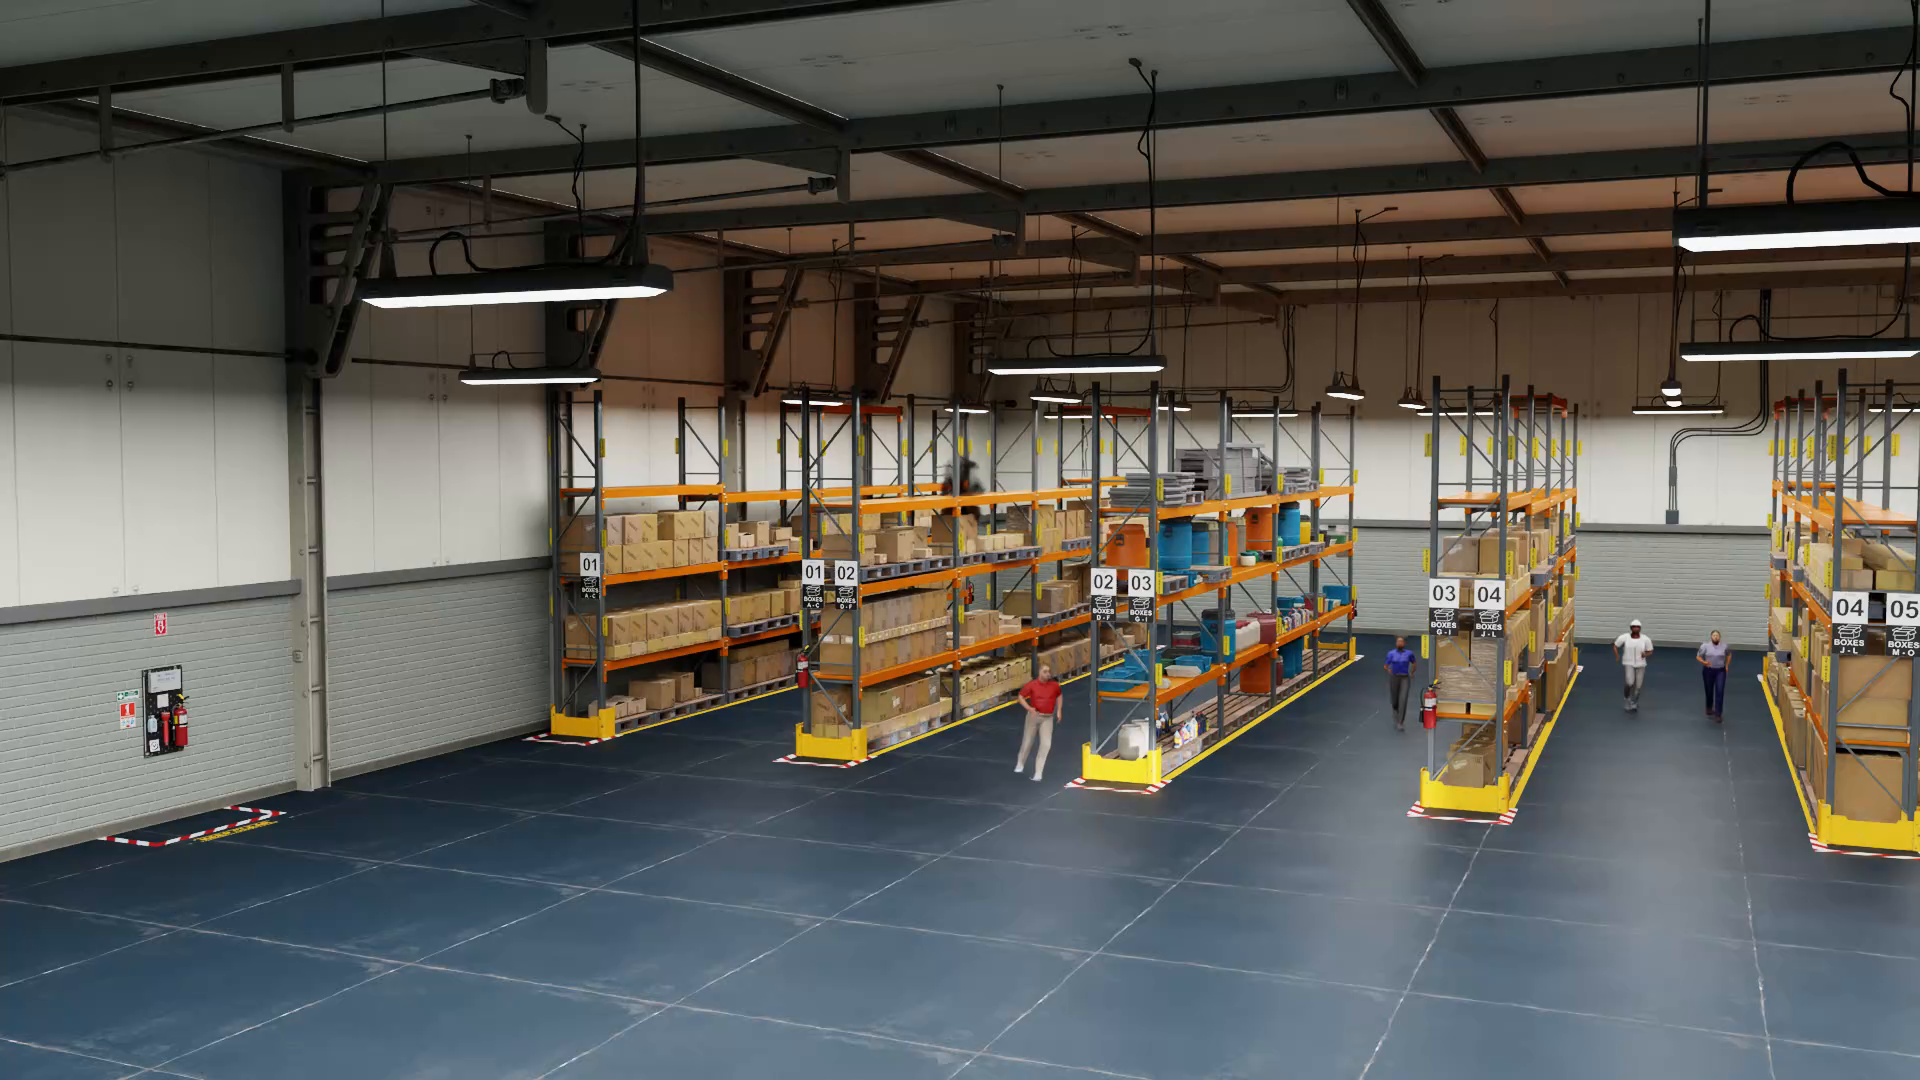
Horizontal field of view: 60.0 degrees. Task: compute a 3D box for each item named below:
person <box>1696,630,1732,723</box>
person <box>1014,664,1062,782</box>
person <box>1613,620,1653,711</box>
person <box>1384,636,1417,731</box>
[{"bbox_3d":[13.902,2.495,30.673,0.603,1.638,0.877,1,3,23],"label":"person"},{"bbox_3d":[1.221,2.771,25.283,0.741,1.765,0.766,0,3,-7],"label":"person"},{"bbox_3d":[12.755,2.380,31.462,0.676,1.742,0.673,1,3,12],"label":"person"},{"bbox_3d":[7.889,2.539,29.799,0.579,1.649,0.851,1,3,14],"label":"person"}]
